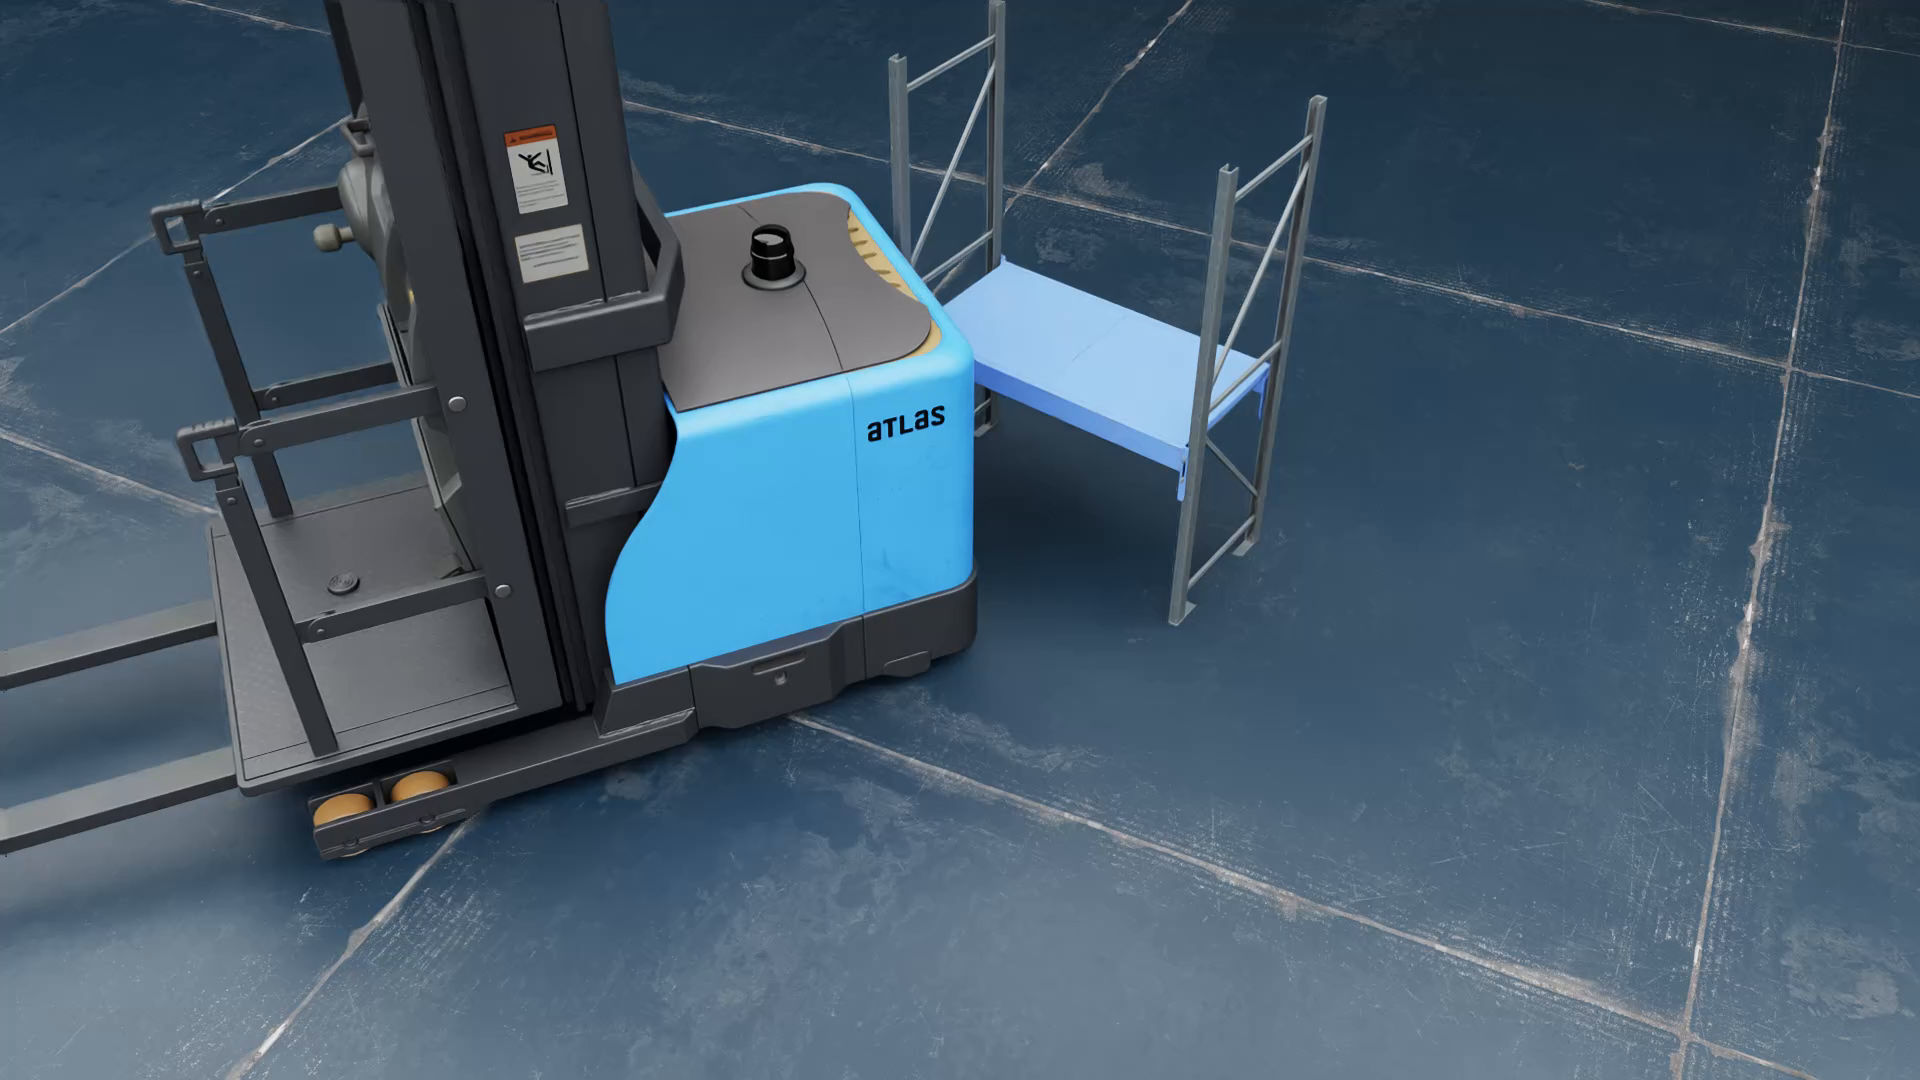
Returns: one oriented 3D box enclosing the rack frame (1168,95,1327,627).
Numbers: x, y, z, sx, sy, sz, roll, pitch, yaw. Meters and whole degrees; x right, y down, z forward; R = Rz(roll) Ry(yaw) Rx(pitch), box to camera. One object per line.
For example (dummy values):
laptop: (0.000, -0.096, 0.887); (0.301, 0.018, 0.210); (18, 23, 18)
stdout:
rack frame: (0.782, -0.443, 4.616); (0.032, 1.500, 0.500); (26, 47, 27)

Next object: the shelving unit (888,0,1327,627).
shelving unit: (0.376, -0.643, 4.847); (1.048, 1.500, 0.538); (26, 47, 27)

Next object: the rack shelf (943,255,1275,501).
rack shelf: (0.376, -0.507, 4.965); (1.000, 0.185, 0.538); (26, 47, 27)

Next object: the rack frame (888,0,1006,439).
rack frame: (-0.031, -0.843, 5.078); (0.032, 1.500, 0.500); (26, 47, 27)

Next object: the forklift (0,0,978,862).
forklift: (-1.515, -0.684, 3.802); (3.031, 2.935, 1.130); (-16, 43, -17)
